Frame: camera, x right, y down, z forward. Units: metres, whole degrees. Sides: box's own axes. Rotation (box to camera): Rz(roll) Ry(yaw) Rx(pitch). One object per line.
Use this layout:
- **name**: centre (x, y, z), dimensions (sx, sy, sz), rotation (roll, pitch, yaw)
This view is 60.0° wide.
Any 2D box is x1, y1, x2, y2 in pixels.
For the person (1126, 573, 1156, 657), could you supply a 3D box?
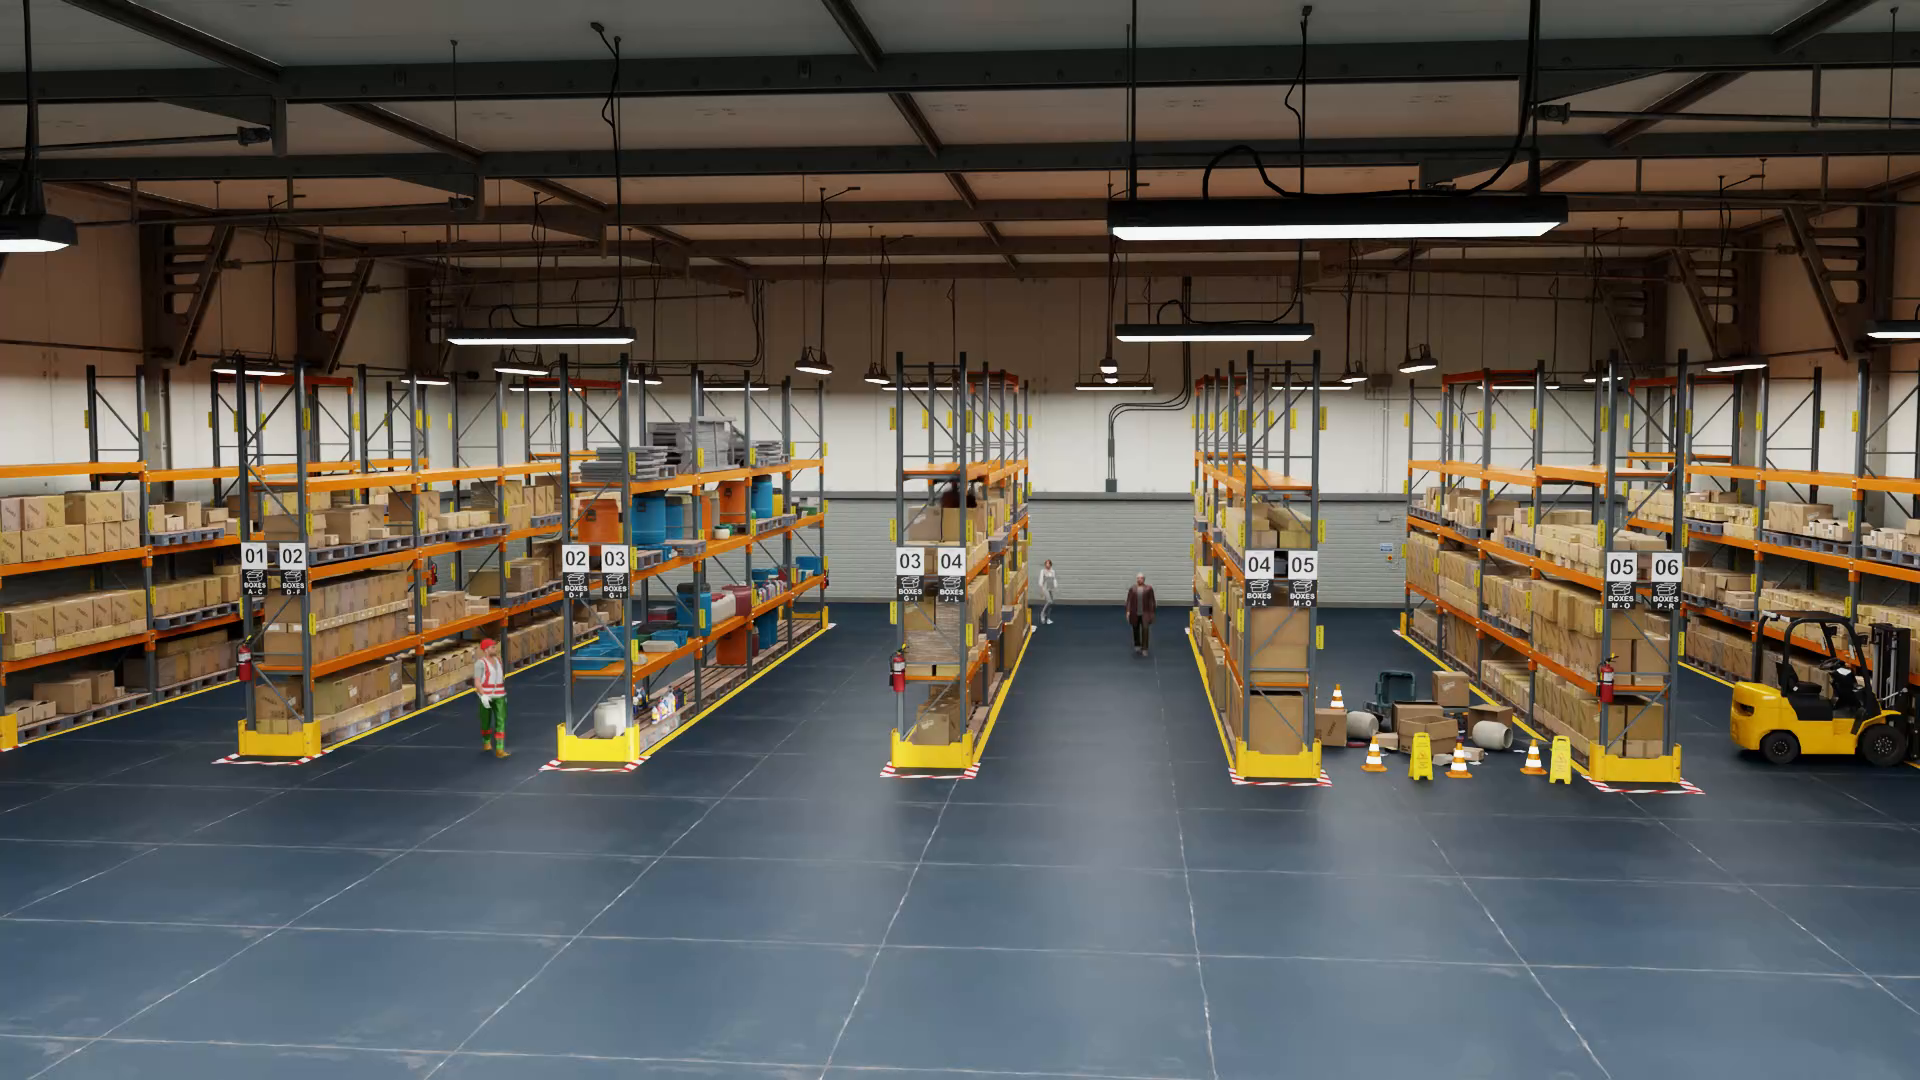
- **person**: centre (3.878, 1.581, 35.692), dimensions (0.645, 1.742, 1.066), rotation (0, 4, 5)

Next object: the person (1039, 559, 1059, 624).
- **person**: centre (2.199, 1.282, 41.033), dimensions (0.408, 1.578, 0.423), rotation (-4, 6, -43)

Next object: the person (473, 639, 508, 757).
- **person**: centre (-7.030, 2.354, 24.902), dimensions (0.487, 1.742, 1.020), rotation (-1, 4, -19)
